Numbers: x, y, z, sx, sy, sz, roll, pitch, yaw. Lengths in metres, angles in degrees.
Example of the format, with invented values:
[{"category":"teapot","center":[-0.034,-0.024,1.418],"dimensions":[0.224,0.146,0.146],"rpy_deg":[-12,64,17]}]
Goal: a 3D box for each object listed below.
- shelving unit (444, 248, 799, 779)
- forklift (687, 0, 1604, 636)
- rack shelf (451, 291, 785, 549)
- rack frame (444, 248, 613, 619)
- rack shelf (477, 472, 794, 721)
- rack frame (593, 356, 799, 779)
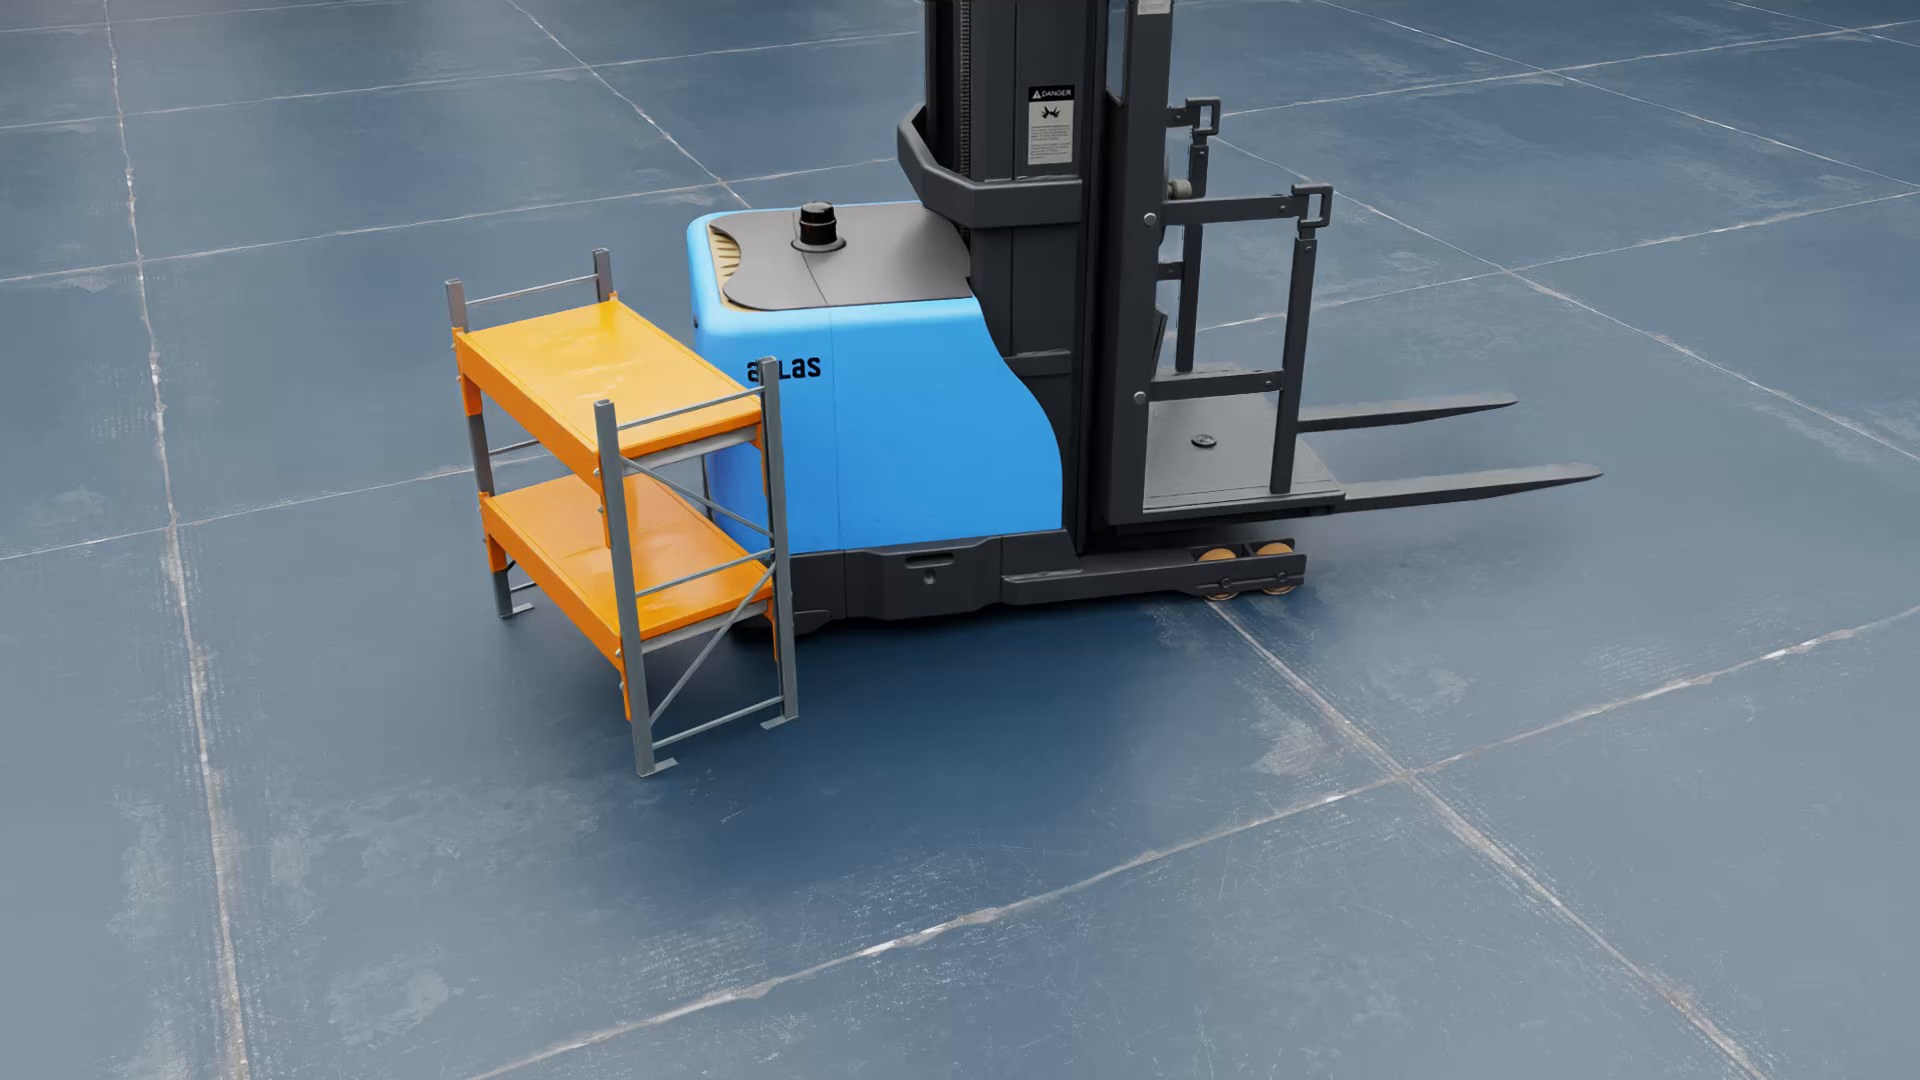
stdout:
[{"category":"shelving unit","center":[-0.975,-0.113,4.801],"dimensions":[0.538,1.125,1.048],"rpy_deg":[-19,34,-30]},{"category":"forklift","center":[0.661,-1.329,5.124],"dimensions":[3.031,2.935,1.130],"rpy_deg":[-6,30,-10]},{"category":"rack shelf","center":[-0.975,-0.368,4.658],"dimensions":[0.538,0.278,1.000],"rpy_deg":[-19,34,-30]},{"category":"rack frame","center":[-1.269,-0.316,5.163],"dimensions":[0.500,1.125,0.032],"rpy_deg":[-19,34,-30]},{"category":"rack shelf","center":[-0.975,0.100,4.921],"dimensions":[0.538,0.278,1.000],"rpy_deg":[-19,34,-30]},{"category":"rack frame","center":[-0.681,0.090,4.439],"dimensions":[0.500,1.125,0.032],"rpy_deg":[-19,34,-30]}]
